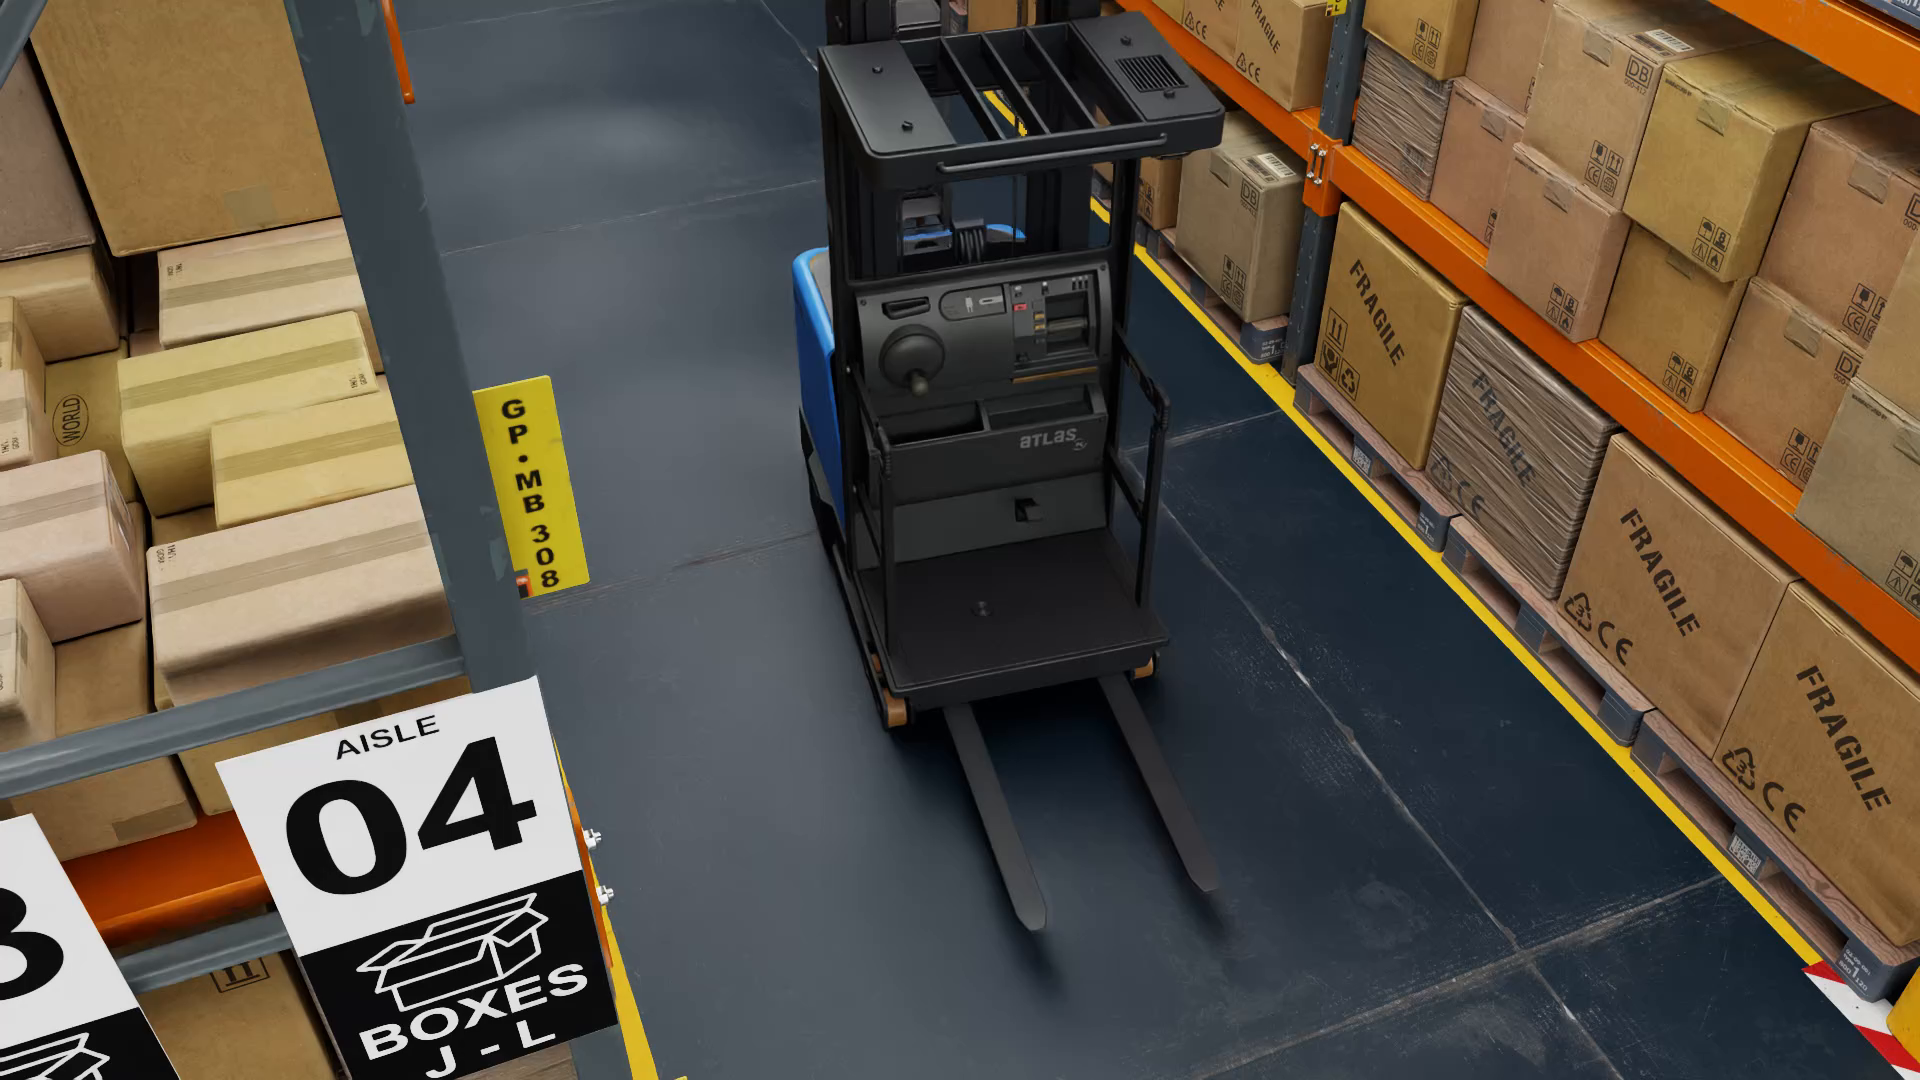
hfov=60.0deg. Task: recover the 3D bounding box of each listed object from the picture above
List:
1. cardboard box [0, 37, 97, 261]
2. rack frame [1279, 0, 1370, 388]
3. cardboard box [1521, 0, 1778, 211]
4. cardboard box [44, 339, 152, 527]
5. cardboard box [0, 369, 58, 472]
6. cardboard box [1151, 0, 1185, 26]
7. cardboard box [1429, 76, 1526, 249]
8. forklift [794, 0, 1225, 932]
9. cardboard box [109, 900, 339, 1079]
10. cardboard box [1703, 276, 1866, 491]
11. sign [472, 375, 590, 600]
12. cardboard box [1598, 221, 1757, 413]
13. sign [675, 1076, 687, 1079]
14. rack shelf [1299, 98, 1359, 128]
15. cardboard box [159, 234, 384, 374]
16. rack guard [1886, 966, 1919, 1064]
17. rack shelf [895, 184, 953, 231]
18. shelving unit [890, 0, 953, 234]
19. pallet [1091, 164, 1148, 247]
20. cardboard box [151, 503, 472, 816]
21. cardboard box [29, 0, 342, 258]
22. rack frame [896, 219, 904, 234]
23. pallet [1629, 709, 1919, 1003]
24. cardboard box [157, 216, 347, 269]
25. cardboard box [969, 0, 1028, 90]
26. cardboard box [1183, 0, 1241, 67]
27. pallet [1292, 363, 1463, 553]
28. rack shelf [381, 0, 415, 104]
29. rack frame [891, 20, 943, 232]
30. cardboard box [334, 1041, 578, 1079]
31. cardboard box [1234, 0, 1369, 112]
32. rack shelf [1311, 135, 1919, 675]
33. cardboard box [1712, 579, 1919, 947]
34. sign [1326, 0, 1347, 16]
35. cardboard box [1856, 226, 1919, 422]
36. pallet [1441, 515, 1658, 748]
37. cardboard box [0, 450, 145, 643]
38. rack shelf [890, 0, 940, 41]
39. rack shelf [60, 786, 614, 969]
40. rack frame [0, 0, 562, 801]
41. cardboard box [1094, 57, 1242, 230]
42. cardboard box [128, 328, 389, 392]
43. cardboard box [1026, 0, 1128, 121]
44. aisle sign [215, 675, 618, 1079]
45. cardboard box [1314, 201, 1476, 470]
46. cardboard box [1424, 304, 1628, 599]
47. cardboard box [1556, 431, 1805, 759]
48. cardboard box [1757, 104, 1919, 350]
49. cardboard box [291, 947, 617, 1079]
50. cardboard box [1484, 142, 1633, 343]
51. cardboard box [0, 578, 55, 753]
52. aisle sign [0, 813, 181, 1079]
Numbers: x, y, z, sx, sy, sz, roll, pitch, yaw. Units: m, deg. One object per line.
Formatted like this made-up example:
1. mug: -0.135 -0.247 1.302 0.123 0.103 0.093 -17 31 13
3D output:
1. cardboard box: -1.857 -0.802 2.893 0.500 0.500 0.500 -15 43 -17
2. rack frame: 2.061 -2.039 7.321 1.000 3.000 0.127 -15 43 -17
3. cardboard box: 2.568 -1.613 5.882 0.875 0.550 0.550 -15 43 -17
4. cardboard box: -1.643 -0.061 2.835 0.500 0.250 0.500 -15 43 -17
5. cardboard box: -1.621 -0.098 2.572 0.380 0.149 0.250 -17 43 -19
6. cardboard box: 1.228 -2.934 8.284 0.500 0.500 0.500 -15 43 -16
7. cardboard box: 2.445 -1.551 6.639 0.875 0.550 0.550 -15 43 -17
8. forklift: 0.148 -0.675 5.787 1.121 2.935 3.031 -10 42 -11
9. cardboard box: -1.808 0.653 4.451 1.144 2.239 2.984 -3 41 -3
10. cardboard box: 3.079 -0.594 5.525 0.875 0.550 0.550 -15 43 -17
11. sign: -0.528 -0.058 2.045 0.100 0.325 0.005 -15 43 -17
12. cardboard box: 2.838 -0.902 5.884 0.875 0.550 0.500 -15 43 -17
13. sign: -0.528 1.083 3.026 0.100 0.325 0.005 -15 43 -17
14. rack shelf: 1.296 -3.046 8.893 0.919 0.124 3.809 -15 43 -17
15. cardboard box: -1.180 -0.392 2.914 0.380 0.149 0.250 -13 42 -15
16. rack guard: 3.601 1.332 5.317 1.175 0.500 0.348 -15 43 -17
17. rack shelf: -0.300 -1.482 7.378 0.431 0.518 0.480 -10 41 -12
18. shelving unit: 5.146 -3.894 7.749 11.920 5.104 1.038 -10 41 -12
19. pallet: 1.226 -2.164 9.605 1.003 0.211 1.213 -15 43 -17
20. cardboard box: -0.975 0.111 2.634 0.500 0.250 0.500 -14 43 -16
21. cardboard box: -1.348 -0.893 2.999 0.500 0.500 0.500 -15 43 -17
22. rack frame: -0.366 -1.643 7.550 0.380 1.831 0.006 -10 41 -12
23. pallet: 3.213 0.965 5.966 1.003 0.211 1.213 -15 43 -17
24. cardboard box: -1.269 -0.540 3.085 0.380 0.149 0.250 -15 43 -17
25. cardboard box: 0.680 -3.366 10.267 1.050 0.750 0.750 -16 43 -17
26. cardboard box: 1.421 -2.629 7.930 0.500 0.500 0.500 -16 43 -17
27. pallet: 2.280 -0.505 7.675 1.003 0.211 1.213 -15 43 -17
28. rack shelf: -1.795 -1.659 2.832 1.077 0.370 4.000 -15 43 -17
29. rack frame: -0.232 -1.342 7.190 0.380 1.831 0.006 -10 41 -12
30. cardboard box: -1.215 1.058 3.415 0.875 0.500 0.500 -15 43 -17
31. cardboard box: 1.614 -2.325 7.577 0.500 0.500 0.500 -15 43 -17
32. rack shelf: 2.826 -0.562 6.155 1.077 0.370 4.000 -15 43 -17
33. cardboard box: 3.271 0.624 5.531 0.875 0.875 0.875 -15 43 -17
34. sign: 1.563 -2.307 6.805 0.100 0.325 0.005 -15 43 -17
35. cardboard box: 3.190 -0.638 4.748 0.875 0.550 0.550 -15 43 -17
36. pallet: 2.750 0.231 6.819 1.003 0.211 1.213 -15 43 -17
37. cardboard box: -1.415 0.039 2.412 0.380 0.149 0.250 -16 43 -18
38. rack shelf: -0.303 -2.124 6.841 0.368 0.174 0.457 -10 41 -12
39. rack shelf: -1.795 -0.523 3.808 1.077 0.370 4.000 -15 43 -17
40. rack frame: -1.030 -0.728 1.195 1.000 3.000 0.127 -15 43 -17
41. cardboard box: 1.375 -2.279 9.003 1.050 0.750 0.750 -15 43 -17
42. cardboard box: -1.178 -0.198 2.994 0.500 0.250 0.500 -16 43 -18
43. cardboard box: 1.018 -2.840 9.656 1.050 0.750 0.750 -14 43 -16
44. aisle sign: -0.729 0.523 2.347 0.394 0.787 0.004 -15 43 -17
45. cardboard box: 2.237 -0.997 7.416 0.875 0.875 0.875 -14 43 -16
46. cardboard box: 2.585 -0.455 6.786 0.875 0.875 0.875 -15 43 -17
47. cardboard box: 2.932 0.095 6.147 0.875 0.875 0.875 -16 43 -18
48. cardboard box: 3.101 -1.009 5.179 0.875 0.550 0.550 -15 43 -17
49. cardboard box: -0.988 0.617 3.160 0.500 0.500 0.500 -15 43 -17
50. cardboard box: 2.542 -1.197 6.226 0.875 0.550 0.550 -15 43 -17
51. cardboard box: -1.424 0.226 2.196 0.380 0.149 0.250 -15 43 -17
52. aisle sign: -1.283 0.673 2.173 0.394 0.787 0.004 -15 43 -17
